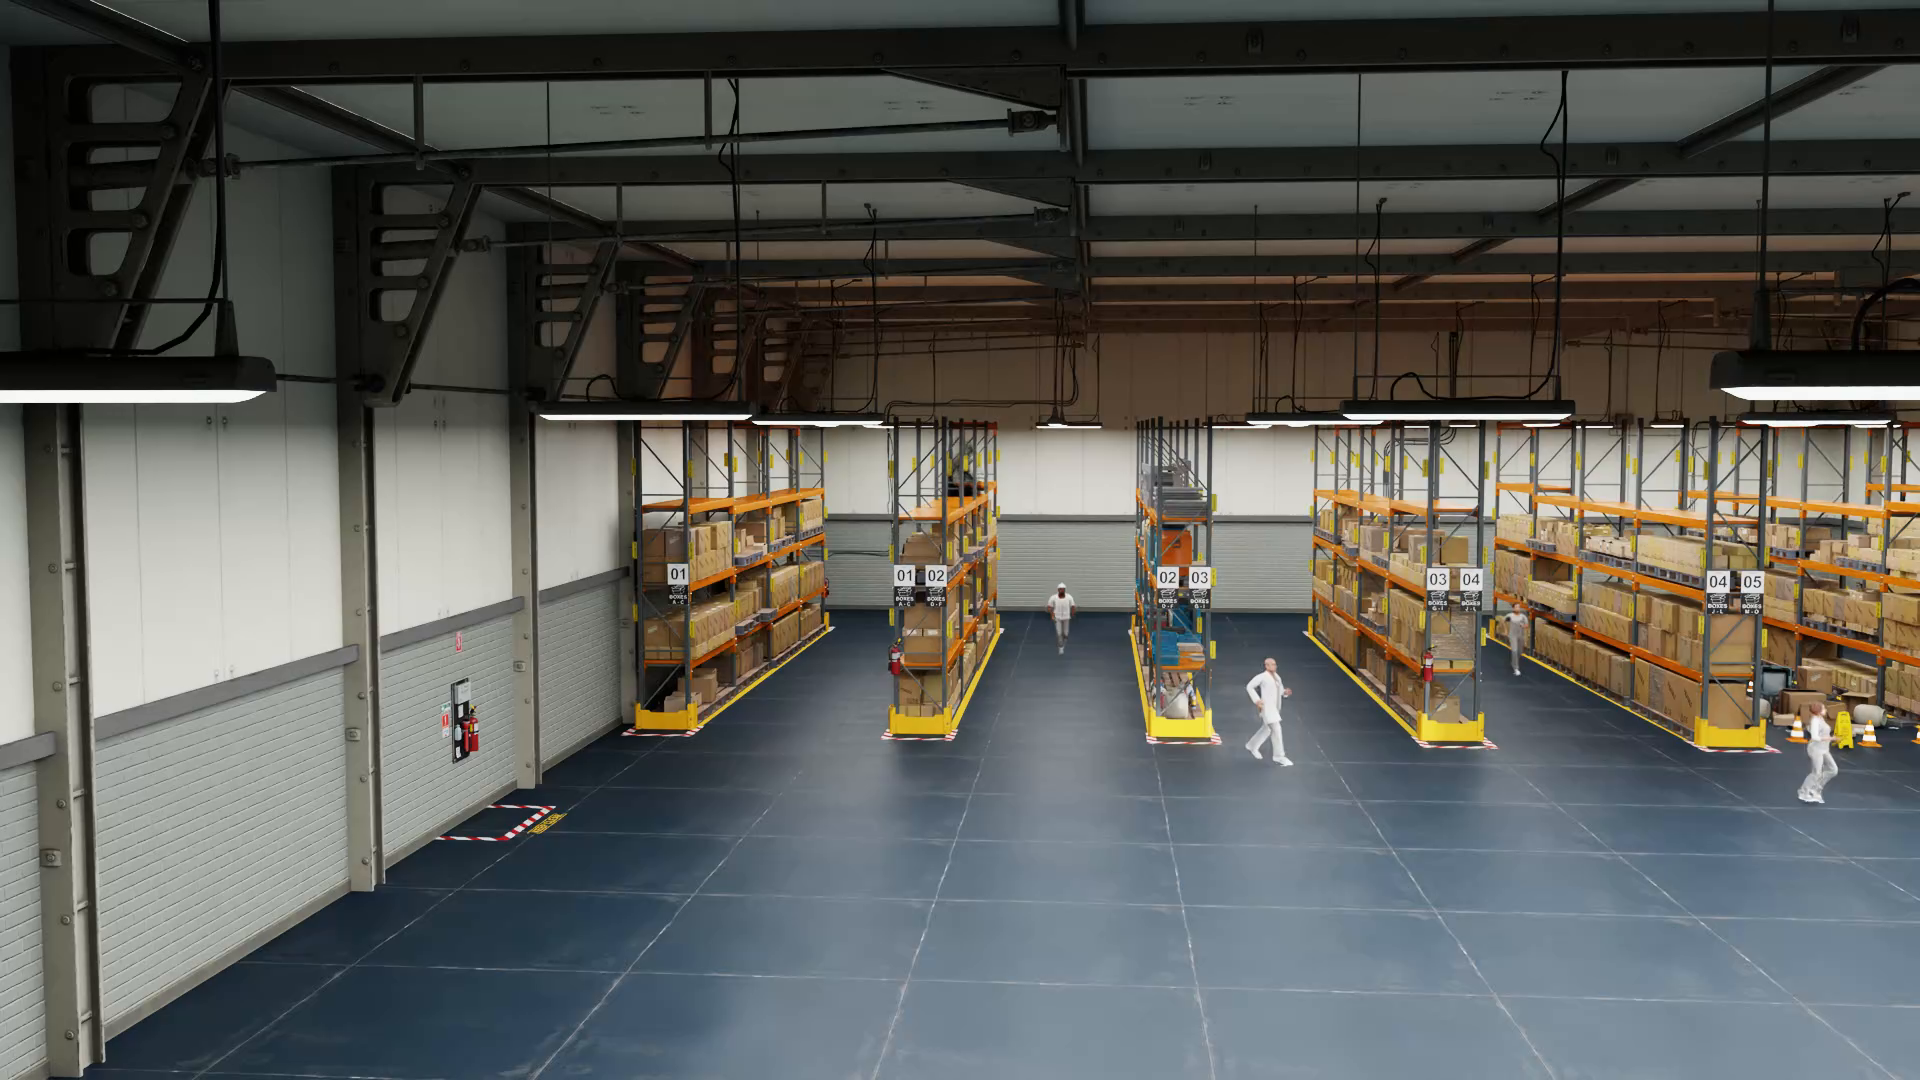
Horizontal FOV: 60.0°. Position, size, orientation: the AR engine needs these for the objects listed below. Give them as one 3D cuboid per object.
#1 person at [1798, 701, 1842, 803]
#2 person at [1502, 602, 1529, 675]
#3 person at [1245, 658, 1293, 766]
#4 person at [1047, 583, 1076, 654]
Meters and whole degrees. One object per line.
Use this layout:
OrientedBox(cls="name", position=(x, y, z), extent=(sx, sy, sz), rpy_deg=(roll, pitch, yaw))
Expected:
OrientedBox(cls="person", position=(13.193, 3.262, 25.479), extent=(0.608, 1.588, 0.516), rpy_deg=(3, 5, 42))
OrientedBox(cls="person", position=(13.133, 2.297, 39.278), extent=(0.561, 1.658, 0.953), rpy_deg=(0, 4, 3))
OrientedBox(cls="person", position=(5.336, 2.932, 28.662), extent=(0.991, 1.794, 0.693), rpy_deg=(3, 5, 39))
OrientedBox(cls="person", position=(2.482, 1.914, 40.829), extent=(0.682, 1.724, 0.623), rpy_deg=(0, 4, -4))
